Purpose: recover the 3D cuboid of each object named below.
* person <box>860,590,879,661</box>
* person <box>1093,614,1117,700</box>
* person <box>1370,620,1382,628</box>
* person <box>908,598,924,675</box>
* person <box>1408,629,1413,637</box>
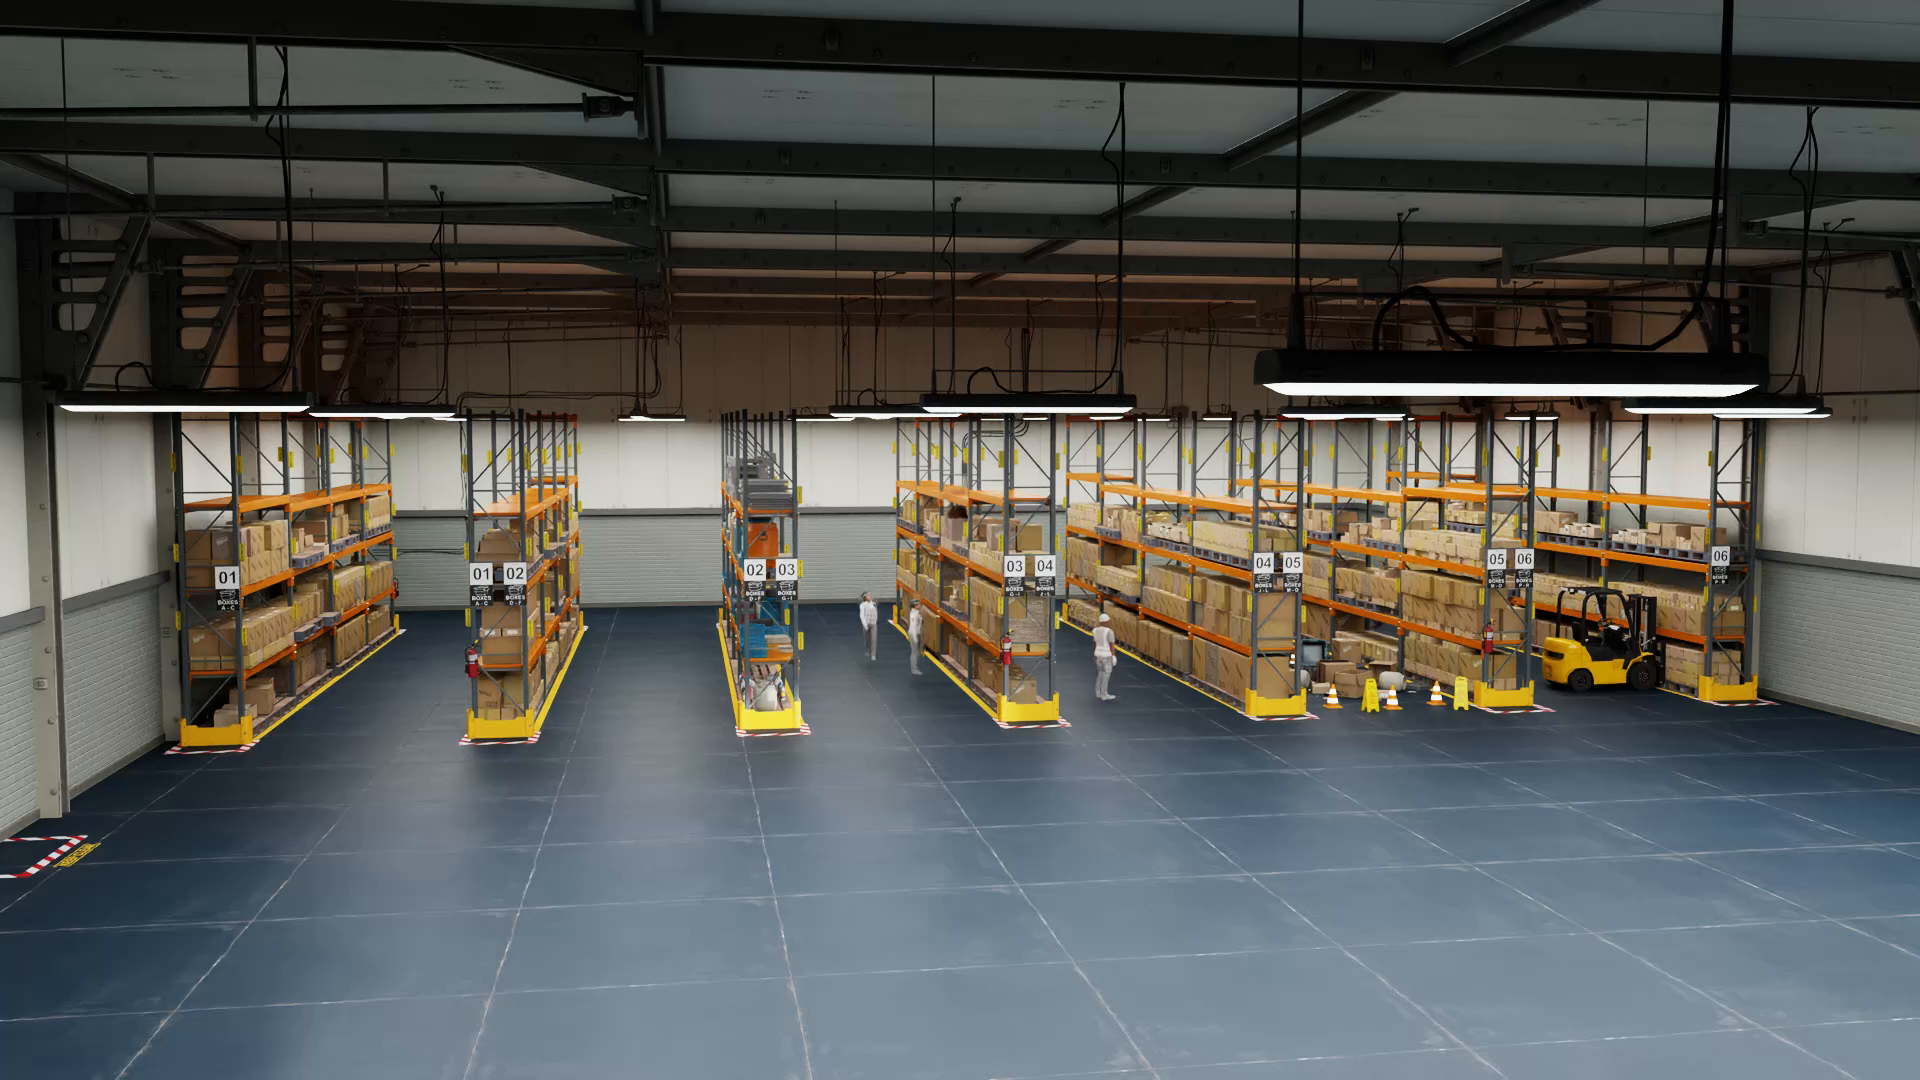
[{"bbox_3d":[-2.145,1.999,39.303,0.440,1.641,0.944,0,4,-5],"label":"person"},{"bbox_3d":[3.042,2.445,34.572,0.420,1.823,0.621,-3,5,-35],"label":"person"},{"bbox_3d":[11.721,1.639,46.929,0.421,1.653,0.511,0,4,1],"label":"person"},{"bbox_3d":[-0.983,2.174,37.154,0.362,1.755,0.575,1,4,8],"label":"person"},{"bbox_3d":[11.392,1.964,42.000,0.460,1.676,0.508,2,5,32],"label":"person"}]
